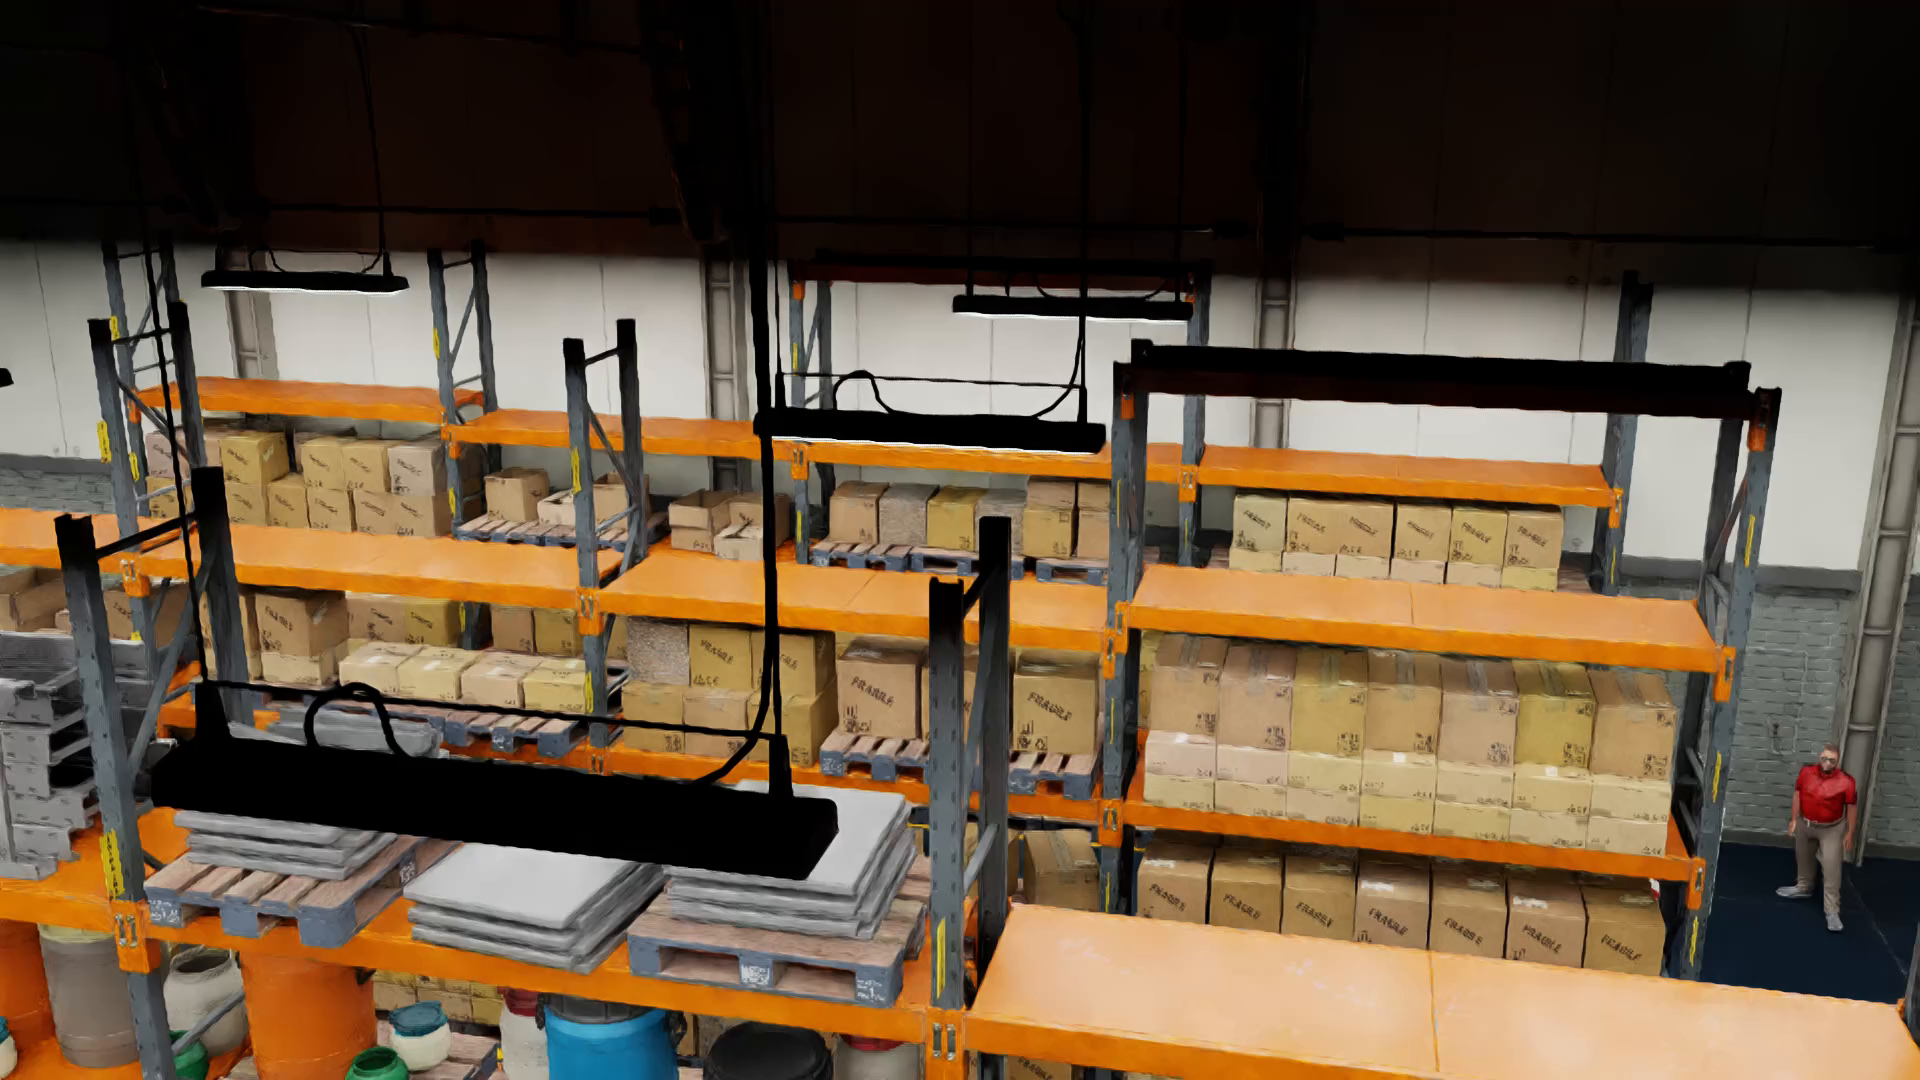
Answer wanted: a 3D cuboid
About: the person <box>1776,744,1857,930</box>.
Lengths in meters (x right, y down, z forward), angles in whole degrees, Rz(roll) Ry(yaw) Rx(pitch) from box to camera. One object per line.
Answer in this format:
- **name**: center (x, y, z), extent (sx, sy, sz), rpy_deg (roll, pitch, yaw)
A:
- **person**: center (8.232, 2.759, 15.840), extent (0.587, 1.716, 0.769), rpy_deg (-13, 21, -37)
